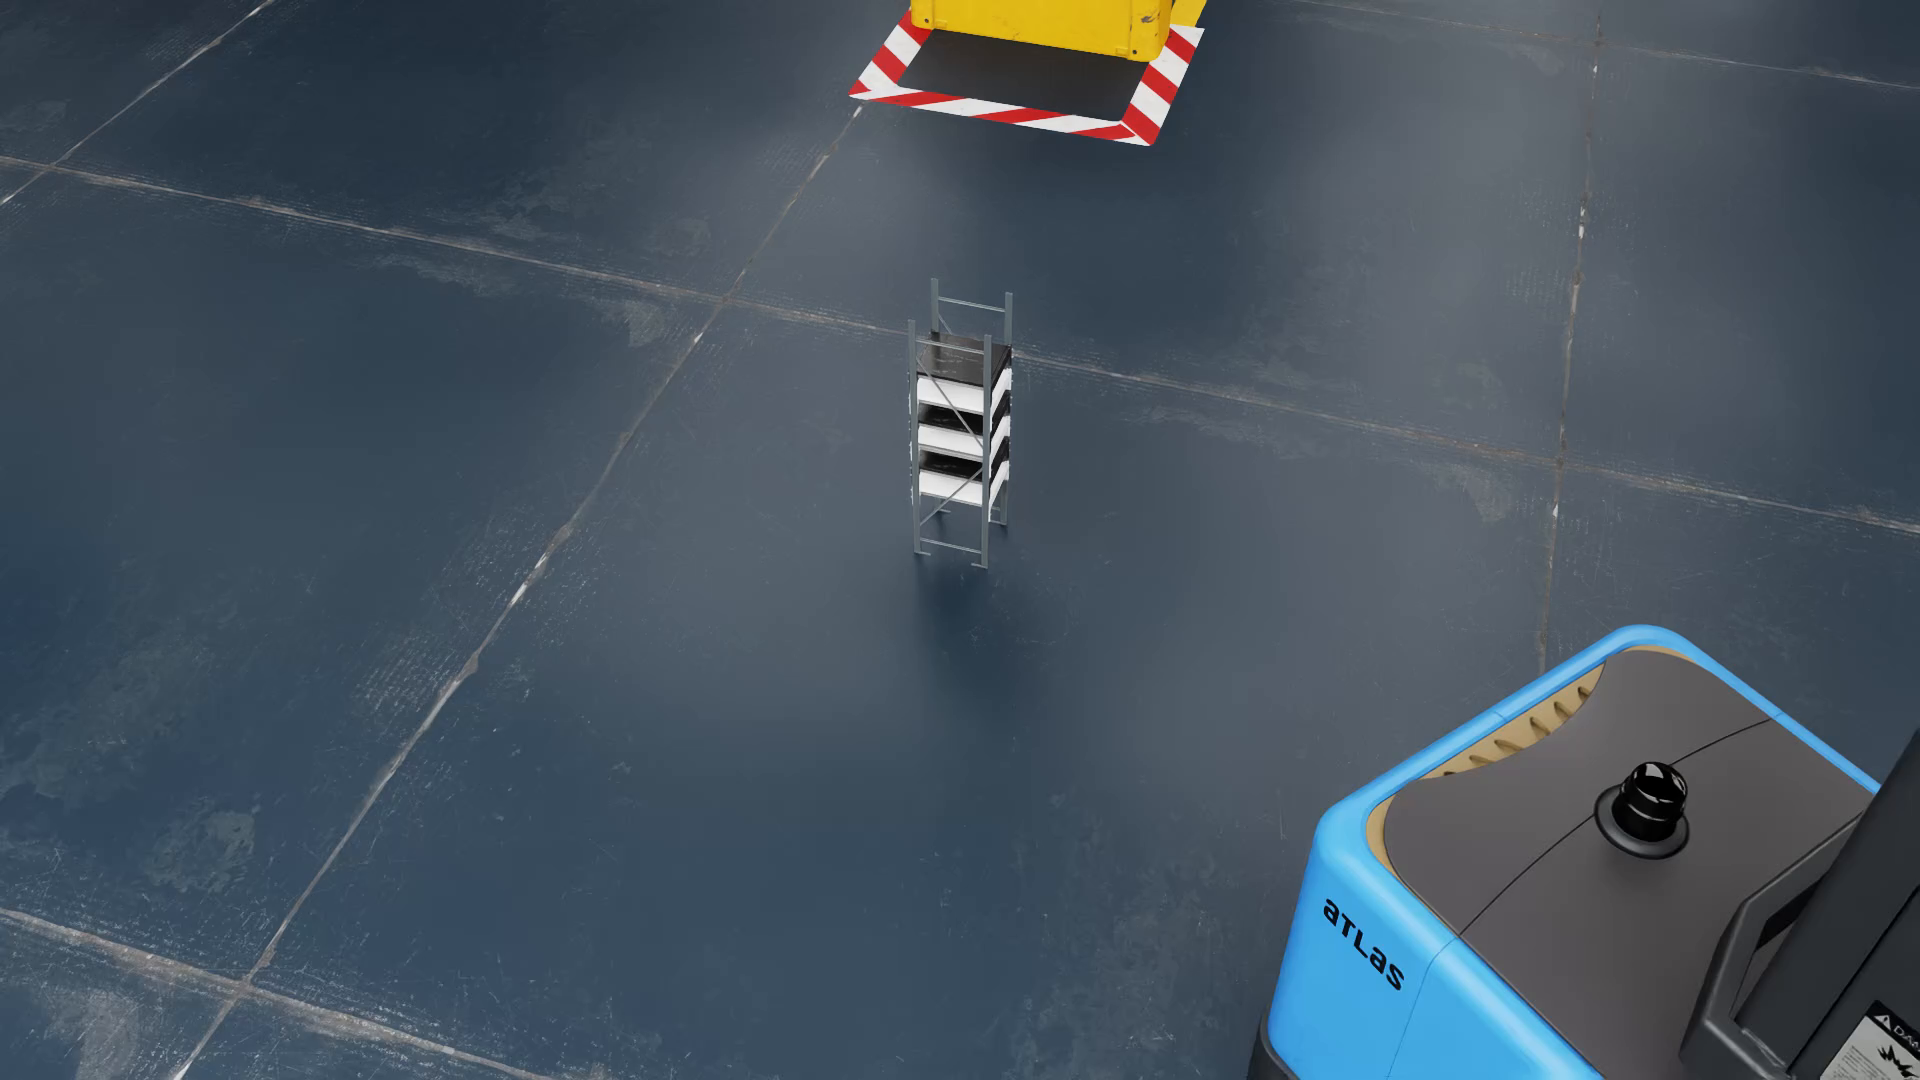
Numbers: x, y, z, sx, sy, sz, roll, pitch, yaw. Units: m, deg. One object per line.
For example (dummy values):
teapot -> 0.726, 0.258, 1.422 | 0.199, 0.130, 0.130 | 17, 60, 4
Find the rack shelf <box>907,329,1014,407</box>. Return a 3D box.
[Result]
rack shelf -> 0.002, -0.496, 4.775 | 0.258, 0.077, 0.200 | 13, 46, 12

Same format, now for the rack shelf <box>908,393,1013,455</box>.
rack shelf -> 0.002, -0.368, 4.901 | 0.258, 0.077, 0.200 | 13, 46, 12

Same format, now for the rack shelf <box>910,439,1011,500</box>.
rack shelf -> 0.002, -0.239, 5.027 | 0.258, 0.077, 0.200 | 13, 46, 12

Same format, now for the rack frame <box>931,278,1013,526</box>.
rack frame -> 0.033, -0.395, 5.010 | 0.240, 0.900, 0.006 | 13, 46, 12

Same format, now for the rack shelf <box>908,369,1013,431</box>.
rack shelf -> 0.002, -0.432, 4.838 | 0.258, 0.077, 0.200 | 13, 46, 12

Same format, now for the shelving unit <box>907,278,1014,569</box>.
shelving unit -> 0.002, -0.327, 4.941 | 0.258, 0.900, 0.210 | 13, 46, 12

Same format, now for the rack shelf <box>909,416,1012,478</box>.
rack shelf -> 0.002, -0.303, 4.964 | 0.258, 0.077, 0.200 | 13, 46, 12

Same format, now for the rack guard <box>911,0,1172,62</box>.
rack guard -> 0.365, -2.543, 7.492 | 1.175, 0.500, 0.348 | 13, 46, 13

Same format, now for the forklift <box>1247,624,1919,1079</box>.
forklift -> 1.909, 0.918, 2.216 | 1.130, 2.935, 3.031 | -25, 50, -24

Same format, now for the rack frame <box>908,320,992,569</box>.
rack frame -> -0.028, -0.259, 4.872 | 0.240, 0.900, 0.006 | 13, 46, 12

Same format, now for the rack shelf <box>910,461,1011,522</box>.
rack shelf -> 0.002, -0.175, 5.090 | 0.258, 0.077, 0.200 | 13, 46, 12
